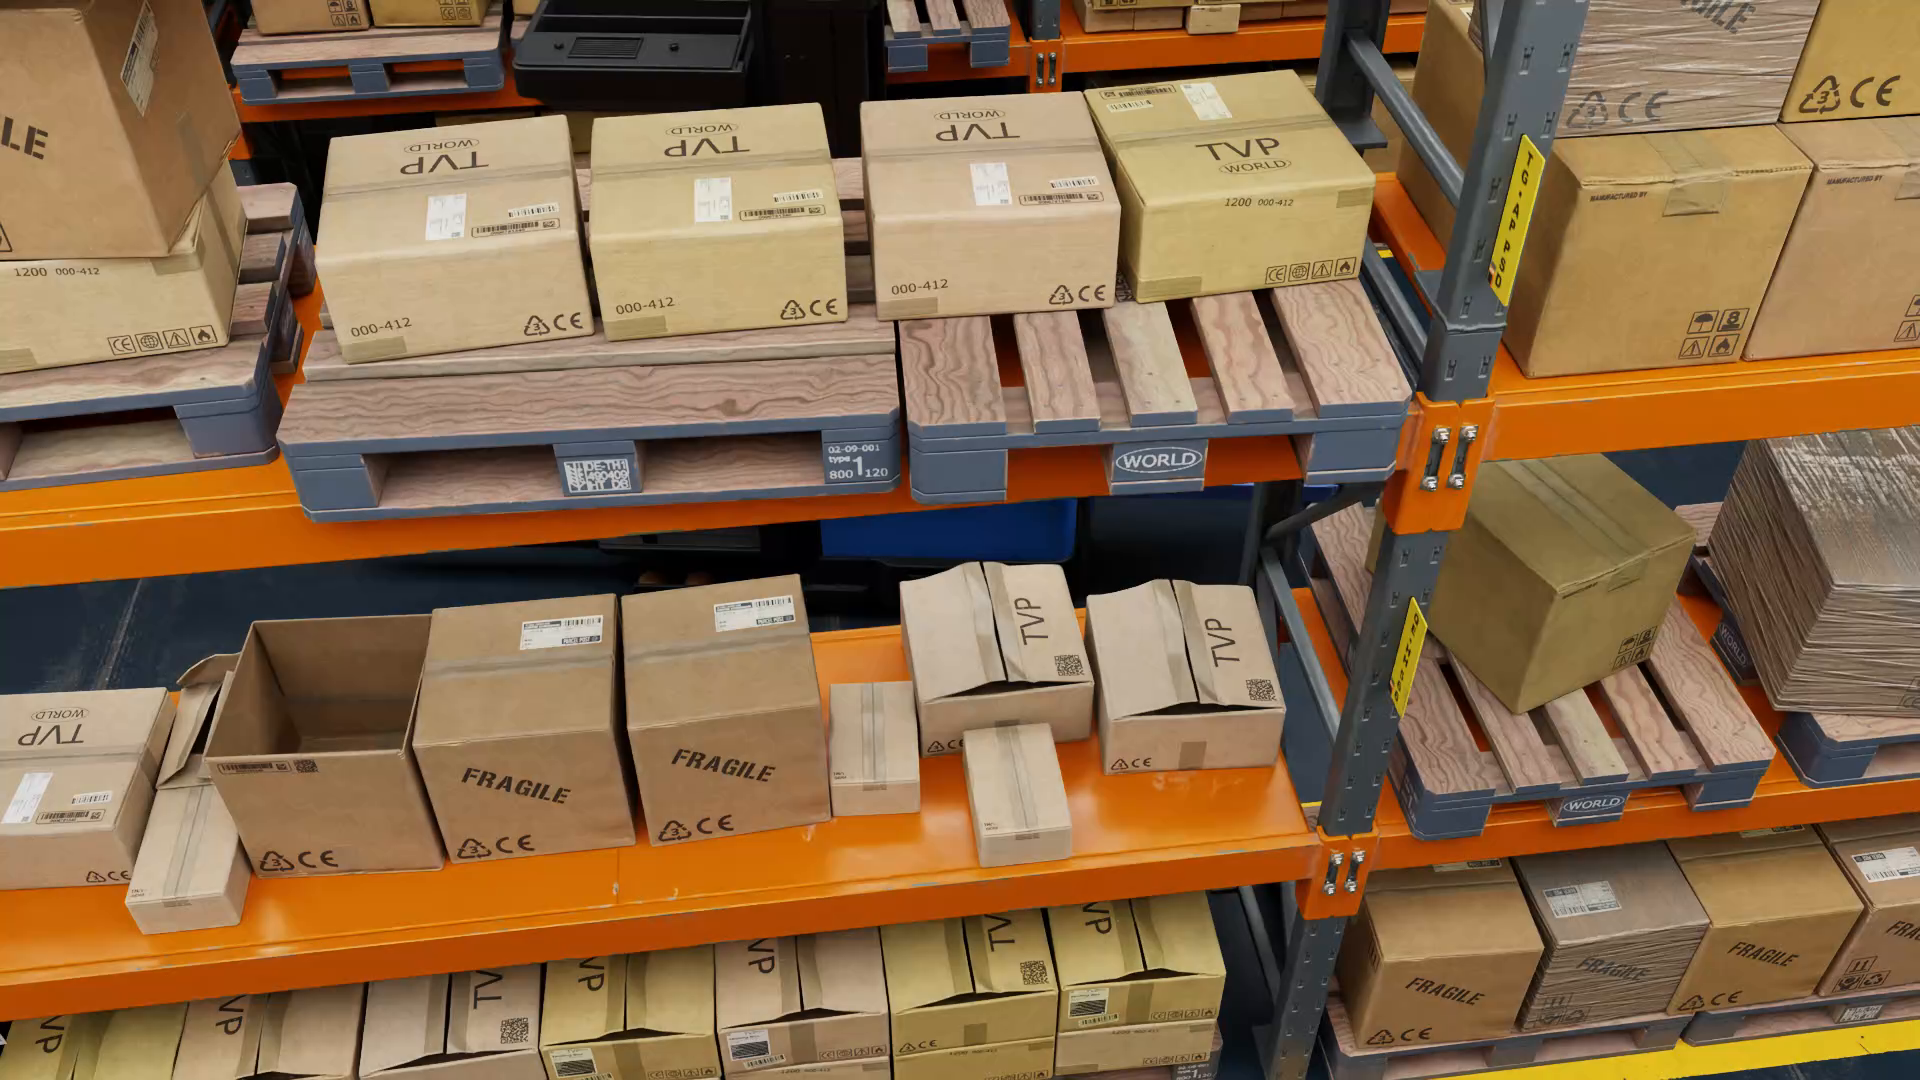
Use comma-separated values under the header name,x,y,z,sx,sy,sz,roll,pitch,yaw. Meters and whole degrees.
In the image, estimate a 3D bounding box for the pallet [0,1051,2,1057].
name,x,y,z,sx,sy,sz,roll,pitch,yaw
pallet,-3.749,1.775,5.340,1.213,0.211,1.003,-5,42,-6

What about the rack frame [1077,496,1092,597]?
name,x,y,z,sx,sy,sz,roll,pitch,yaw
rack frame,0.532,-0.478,6.875,0.032,1.500,0.500,1,42,1

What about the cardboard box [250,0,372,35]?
name,x,y,z,sx,sy,sz,roll,pitch,yaw
cardboard box,-3.092,-2.814,7.942,0.500,0.500,0.700,-5,42,-5

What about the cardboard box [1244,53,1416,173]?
name,x,y,z,sx,sy,sz,roll,pitch,yaw
cardboard box,1.981,-2.345,9.117,0.750,0.750,0.750,-5,42,-6

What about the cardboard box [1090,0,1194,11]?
name,x,y,z,sx,sy,sz,roll,pitch,yaw
cardboard box,0.880,-2.966,8.202,0.500,0.500,0.500,-4,42,-4

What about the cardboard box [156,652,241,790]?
name,x,y,z,sx,sy,sz,roll,pitch,yaw
cardboard box,-2.107,0.550,4.717,0.258,0.266,0.396,-6,42,-7

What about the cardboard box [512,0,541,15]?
name,x,y,z,sx,sy,sz,roll,pitch,yaw
cardboard box,-1.888,-2.935,8.077,0.500,0.500,0.700,0,42,0

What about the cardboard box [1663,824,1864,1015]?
name,x,y,z,sx,sy,sz,roll,pitch,yaw
cardboard box,2.516,1.176,5.459,0.500,0.500,0.500,-6,42,-6

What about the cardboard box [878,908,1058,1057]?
name,x,y,z,sx,sy,sz,roll,pitch,yaw
cardboard box,0.009,1.266,5.143,0.500,0.311,0.500,-6,42,-6

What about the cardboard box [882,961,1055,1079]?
name,x,y,z,sx,sy,sz,roll,pitch,yaw
cardboard box,0.011,1.471,5.335,0.500,0.250,0.500,-5,42,-6

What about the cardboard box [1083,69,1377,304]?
name,x,y,z,sx,sy,sz,roll,pitch,yaw
cardboard box,0.569,-0.787,3.657,0.500,0.250,0.500,-8,43,-9

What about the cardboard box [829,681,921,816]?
name,x,y,z,sx,sy,sz,roll,pitch,yaw
cardboard box,-0.246,0.592,4.757,0.250,0.149,0.380,-2,42,-2

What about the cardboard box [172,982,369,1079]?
name,x,y,z,sx,sy,sz,roll,pitch,yaw
cardboard box,-2.016,1.444,4.945,0.500,0.311,0.500,-5,42,-6

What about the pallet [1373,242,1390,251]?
name,x,y,z,sx,sy,sz,roll,pitch,yaw
pallet,2.364,-2.026,9.553,1.213,0.211,1.003,-5,42,-6

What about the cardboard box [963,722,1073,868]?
name,x,y,z,sx,sy,sz,roll,pitch,yaw
cardboard box,0.155,0.706,4.631,0.250,0.149,0.380,-5,42,-6

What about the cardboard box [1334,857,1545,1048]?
name,x,y,z,sx,sy,sz,roll,pitch,yaw
cardboard box,1.500,1.266,5.360,0.500,0.500,0.500,-3,42,-4

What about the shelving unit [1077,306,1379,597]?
name,x,y,z,sx,sy,sz,roll,pitch,yaw
shelving unit,1.040,-0.466,6.862,1.048,1.500,0.538,1,42,1

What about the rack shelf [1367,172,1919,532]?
name,x,y,z,sx,sy,sz,roll,pitch,yaw
rack shelf,2.994,-0.670,4.266,4.000,0.370,1.077,-5,42,-6

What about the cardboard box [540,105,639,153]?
name,x,y,z,sx,sy,sz,roll,pitch,yaw
cardboard box,-1.922,-2.268,8.718,0.500,0.250,0.500,-6,42,-7

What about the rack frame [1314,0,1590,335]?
name,x,y,z,sx,sy,sz,roll,pitch,yaw
rack frame,1.011,-1.877,2.827,0.127,3.000,1.000,-5,42,-6

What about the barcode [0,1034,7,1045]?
name,x,y,z,sx,sy,sz,roll,pitch,yaw
barcode,-2.648,1.361,4.538,0.075,0.075,0.001,-5,42,-6

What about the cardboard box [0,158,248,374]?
name,x,y,z,sx,sy,sz,roll,pitch,yaw
cardboard box,-1.798,-0.613,3.464,0.500,0.250,0.500,-9,43,-10

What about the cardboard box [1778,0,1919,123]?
name,x,y,z,sx,sy,sz,roll,pitch,yaw
cardboard box,1.950,-1.250,3.550,0.500,0.500,0.500,-5,42,-6

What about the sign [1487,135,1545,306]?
name,x,y,z,sx,sy,sz,roll,pitch,yaw
sign,1.075,-0.615,3.223,0.005,0.325,0.100,-5,42,-6

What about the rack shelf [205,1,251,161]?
name,x,y,z,sx,sy,sz,roll,pitch,yaw
rack shelf,-5.584,-2.151,8.147,4.000,0.370,1.077,-5,42,-6

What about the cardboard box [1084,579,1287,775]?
name,x,y,z,sx,sy,sz,roll,pitch,yaw
cardboard box,0.645,0.386,4.864,0.500,0.311,0.500,-3,42,-3

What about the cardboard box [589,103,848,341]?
name,x,y,z,sx,sy,sz,roll,pitch,yaw
cardboard box,-0.517,-0.687,3.546,0.500,0.250,0.500,-6,42,-6

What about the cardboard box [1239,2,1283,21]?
name,x,y,z,sx,sy,sz,roll,pitch,yaw
cardboard box,1.481,-2.814,8.518,0.250,0.149,0.380,-5,42,-6

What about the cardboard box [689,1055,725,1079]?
name,x,y,z,sx,sy,sz,roll,pitch,yaw
cardboard box,-0.998,1.559,5.237,0.500,0.250,0.500,-4,42,-5

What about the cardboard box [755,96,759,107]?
name,x,y,z,sx,sy,sz,roll,pitch,yaw
cardboard box,-0.915,-2.347,8.806,0.500,0.250,0.500,-4,42,-5

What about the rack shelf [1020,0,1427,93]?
name,x,y,z,sx,sy,sz,roll,pitch,yaw
rack shelf,2.348,-2.845,8.917,4.000,0.370,1.077,-5,42,-6

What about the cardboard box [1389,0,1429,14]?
name,x,y,z,sx,sy,sz,roll,pitch,yaw
cardboard box,2.241,-2.868,8.578,0.250,0.149,0.380,-5,42,-5

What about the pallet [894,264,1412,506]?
name,x,y,z,sx,sy,sz,roll,pitch,yaw
pallet,0.350,-0.575,3.764,1.003,0.211,1.213,-3,42,-4

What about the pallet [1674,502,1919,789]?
name,x,y,z,sx,sy,sz,roll,pitch,yaw
pallet,2.939,0.250,5.092,1.213,0.211,1.003,-5,42,-6

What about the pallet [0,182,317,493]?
name,x,y,z,sx,sy,sz,roll,pitch,yaw
pallet,-2.082,-0.430,3.606,1.217,0.209,0.805,-7,42,-7

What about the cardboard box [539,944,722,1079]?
name,x,y,z,sx,sy,sz,roll,pitch,yaw
cardboard box,-0.989,1.350,5.049,0.500,0.311,0.500,-4,42,-4

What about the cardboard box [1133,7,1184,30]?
name,x,y,z,sx,sy,sz,roll,pitch,yaw
cardboard box,0.973,-2.744,8.440,0.250,0.149,0.380,-4,42,-5

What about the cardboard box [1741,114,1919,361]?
name,x,y,z,sx,sy,sz,roll,pitch,yaw
cardboard box,1.945,-0.905,3.915,0.500,0.500,0.910,-5,42,-6

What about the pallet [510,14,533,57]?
name,x,y,z,sx,sy,sz,roll,pitch,yaw
pallet,-1.592,-2.669,8.327,1.213,0.211,1.003,-5,42,-6

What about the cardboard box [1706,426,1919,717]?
name,x,y,z,sx,sy,sz,roll,pitch,yaw
cardboard box,2.553,0.076,4.754,0.500,0.500,0.700,2,42,3

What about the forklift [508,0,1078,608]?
name,x,y,z,sx,sy,sz,roll,pitch,yaw
forklift,-1.008,-1.142,6.543,3.031,2.935,1.130,1,42,1

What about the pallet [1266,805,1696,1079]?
name,x,y,z,sx,sy,sz,roll,pitch,yaw
pallet,1.757,1.346,5.815,1.213,0.211,1.003,-5,42,-6

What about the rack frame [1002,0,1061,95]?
name,x,y,z,sx,sy,sz,roll,pitch,yaw
rack frame,0.365,-2.939,8.484,0.127,3.000,1.000,-5,42,-6

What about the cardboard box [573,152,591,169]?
name,x,y,z,sx,sy,sz,roll,pitch,yaw
cardboard box,-1.856,-1.997,8.978,0.500,0.500,0.700,-5,42,-5

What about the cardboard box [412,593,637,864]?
name,x,y,z,sx,sy,sz,roll,pitch,yaw
cardboard box,-1.172,0.516,4.579,0.500,0.500,0.500,-5,42,-5
